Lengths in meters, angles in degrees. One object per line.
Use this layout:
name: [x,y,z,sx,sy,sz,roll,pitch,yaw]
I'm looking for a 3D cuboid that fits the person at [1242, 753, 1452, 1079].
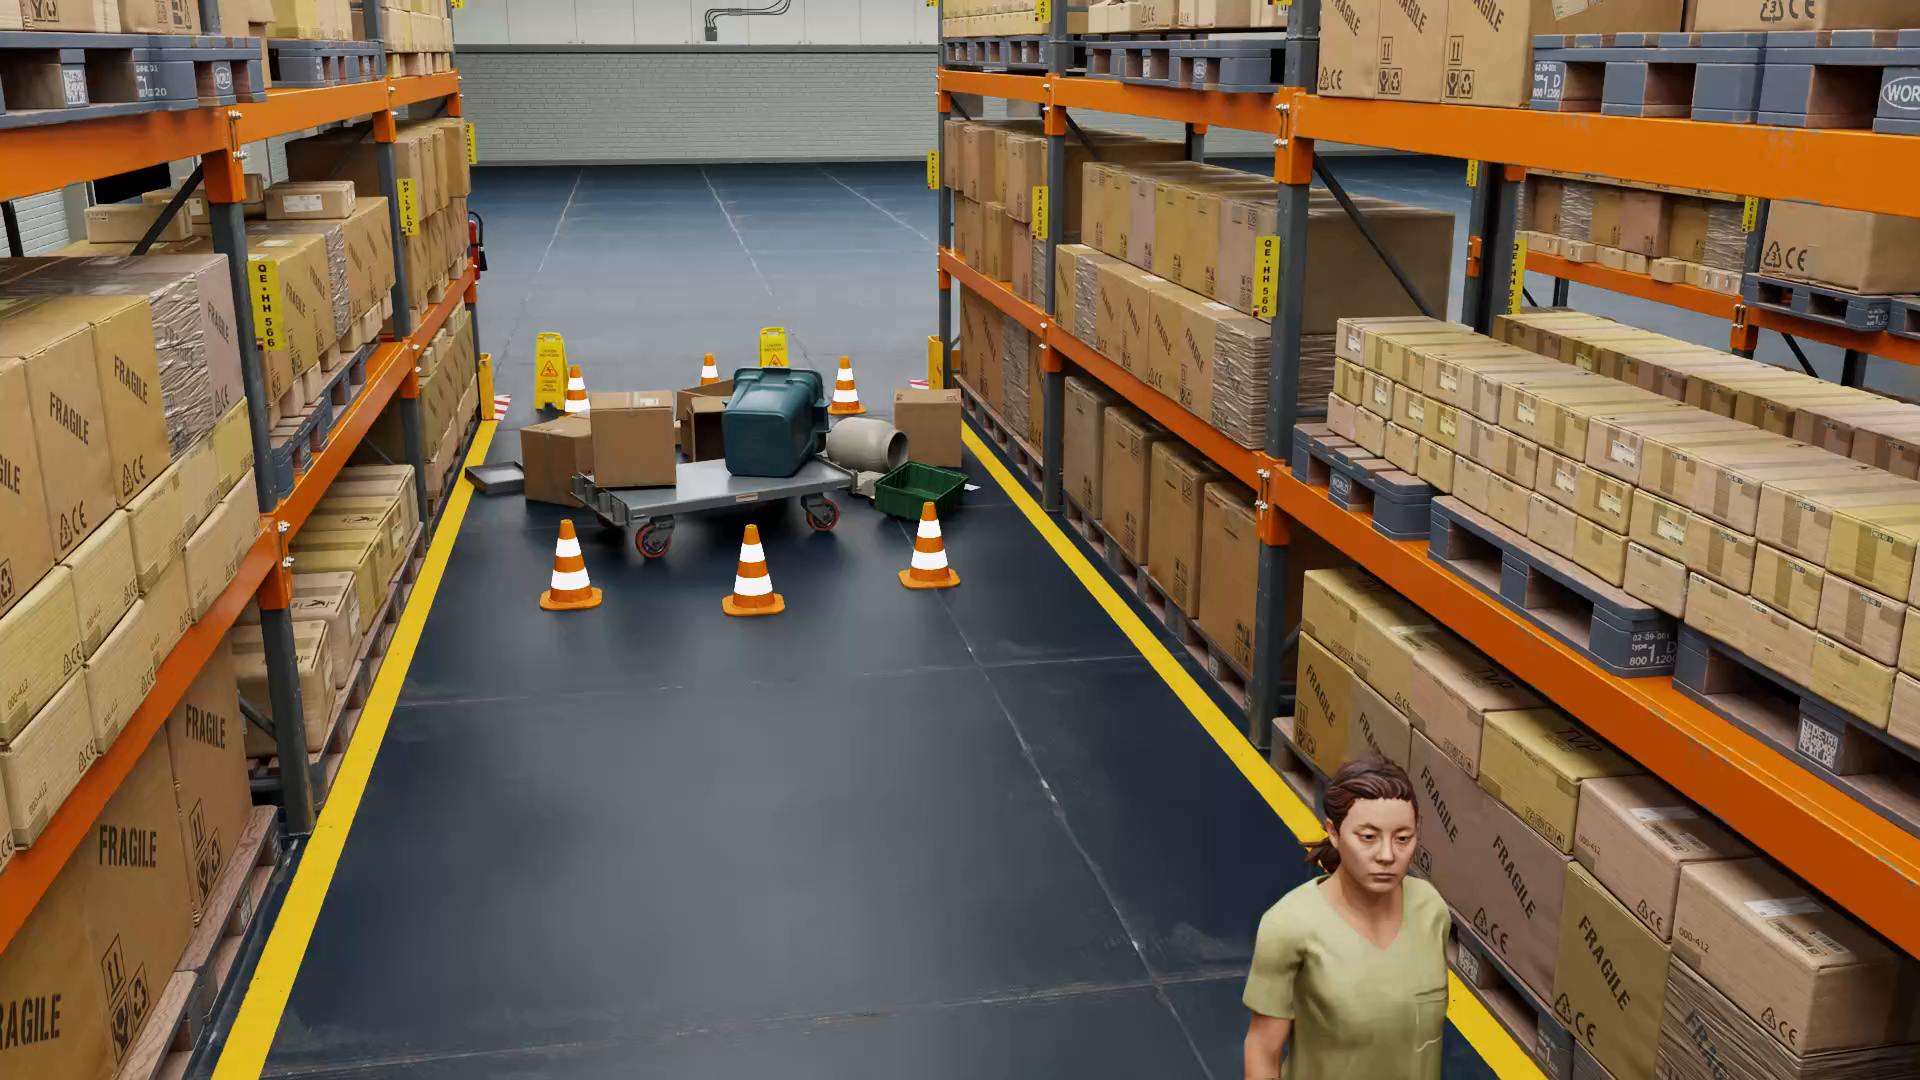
person: [0.804,1.258,3.272,0.478,1.670,0.819,-3,17,-10]
